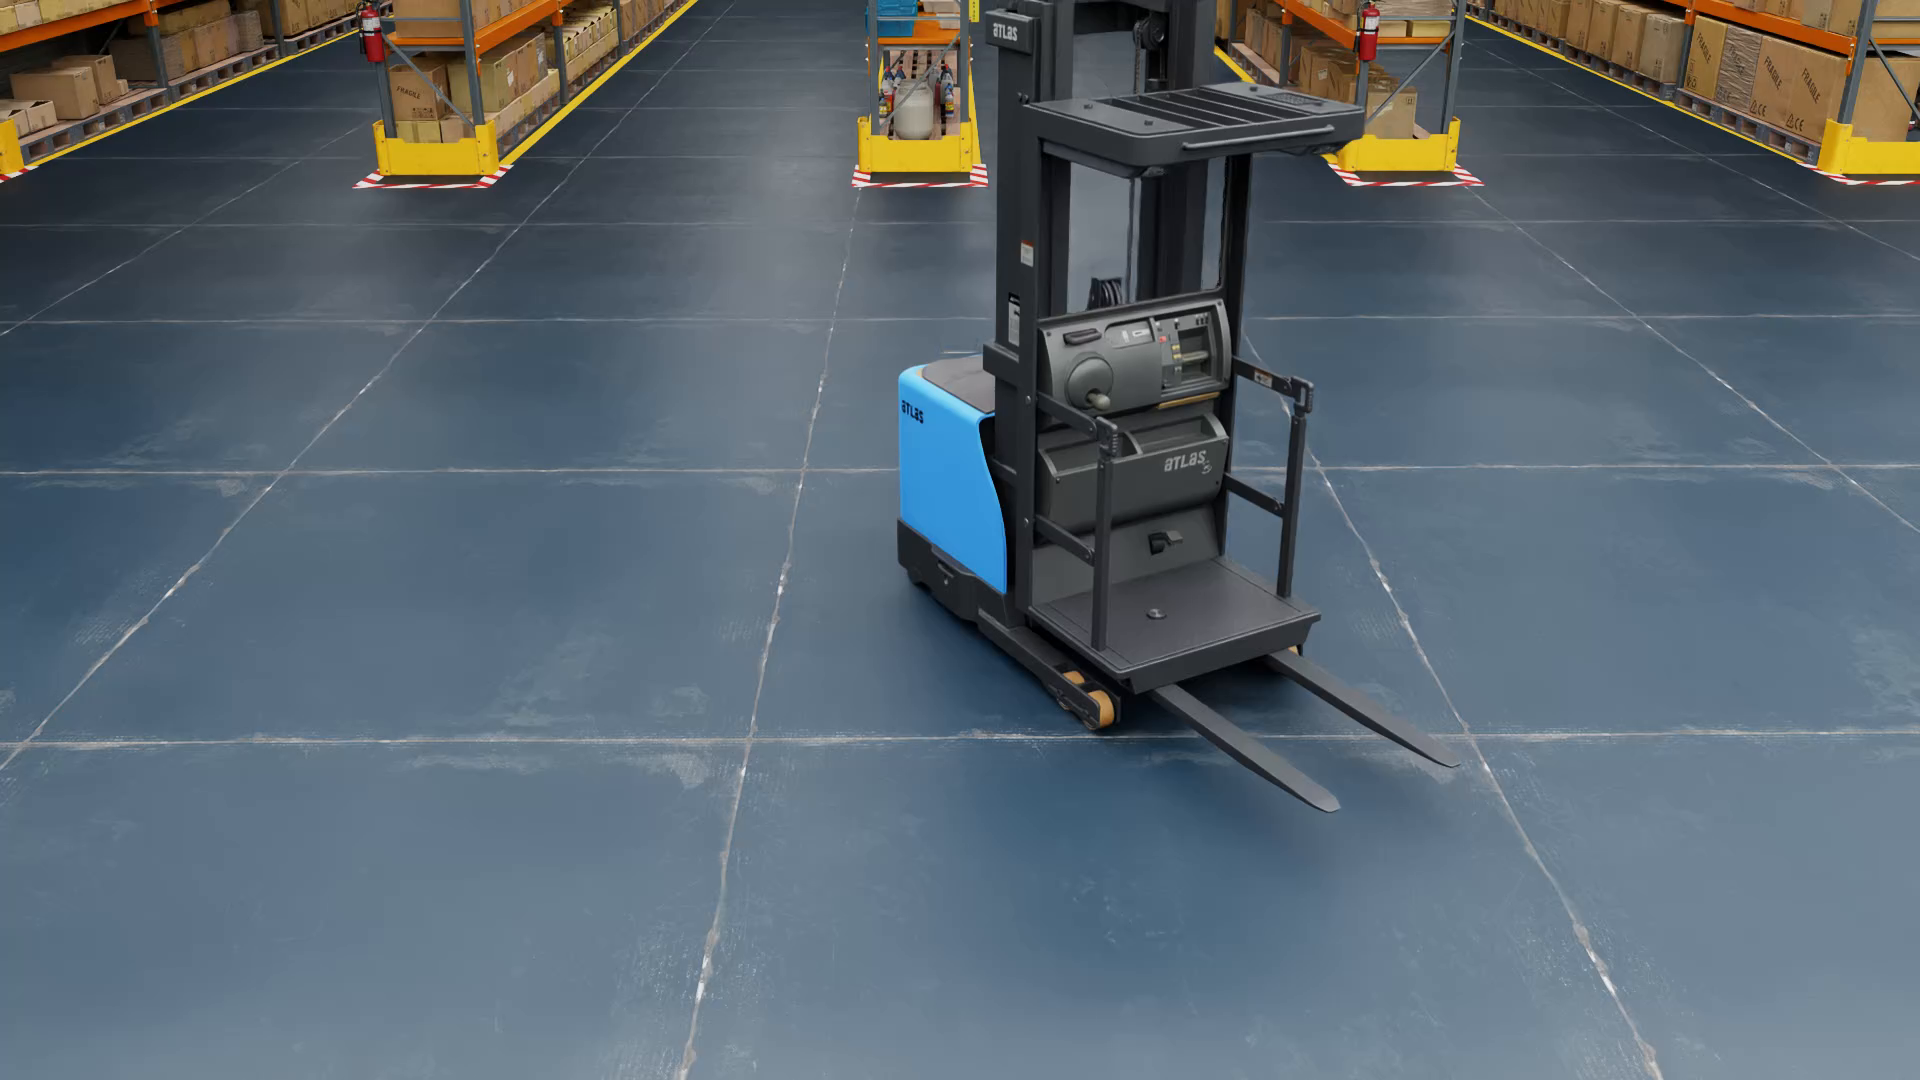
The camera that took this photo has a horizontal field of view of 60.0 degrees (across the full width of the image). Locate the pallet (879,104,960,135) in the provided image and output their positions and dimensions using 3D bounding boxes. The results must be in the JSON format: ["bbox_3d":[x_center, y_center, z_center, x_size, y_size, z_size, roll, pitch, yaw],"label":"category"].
[{"bbox_3d":[-0.472,-4.794,19.093,1.003,0.211,1.213,0,24,-1],"label":"pallet"}]

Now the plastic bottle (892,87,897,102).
[{"bbox_3d":[-0.738,-5.019,18.970,0.061,0.283,0.133,0,24,-1],"label":"plastic bottle"}]

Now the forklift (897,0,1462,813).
[{"bbox_3d":[0.865,-0.754,6.859,1.130,2.935,3.031,-13,28,-27],"label":"forklift"}]

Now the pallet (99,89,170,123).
[{"bbox_3d":[-10.318,-5.254,20.110,1.003,0.211,1.213,0,24,-1],"label":"pallet"}]

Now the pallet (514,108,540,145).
[{"bbox_3d":[-5.424,-4.722,18.935,1.003,0.211,1.213,0,24,-1],"label":"pallet"}]

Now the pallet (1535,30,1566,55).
[{"bbox_3d":[9.409,-7.548,25.183,1.003,0.211,1.213,0,24,-1],"label":"pallet"}]

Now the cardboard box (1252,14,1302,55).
[{"bbox_3d":[4.501,-7.073,23.248,0.700,0.500,0.500,-2,24,-5],"label":"cardboard box"}]

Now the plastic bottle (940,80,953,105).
[{"bbox_3d":[-0.156,-5.261,19.515,0.152,0.276,0.135,0,24,0],"label":"plastic bottle"}]

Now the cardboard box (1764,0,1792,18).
[{"bbox_3d":[9.498,-6.097,18.409,0.875,0.550,0.500,0,24,-1],"label":"cardboard box"}]

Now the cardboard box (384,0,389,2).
[{"bbox_3d":[-10.356,-9.665,29.004,0.700,0.500,0.500,0,24,-1],"label":"cardboard box"}]

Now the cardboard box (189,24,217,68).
[{"bbox_3d":[-10.406,-6.589,22.177,0.700,0.500,0.500,0,24,0],"label":"cardboard box"}]

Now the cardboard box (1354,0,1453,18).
[{"bbox_3d":[4.564,-5.627,17.069,0.875,0.500,0.500,0,24,-1],"label":"cardboard box"}]

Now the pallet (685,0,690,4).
[{"bbox_3d":[-5.528,-10.139,30.912,1.003,0.211,1.213,0,24,-1],"label":"pallet"}]

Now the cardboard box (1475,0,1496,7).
[{"bbox_3d":[9.027,-9.197,28.395,0.380,0.149,0.250,0,24,0],"label":"cardboard box"}]

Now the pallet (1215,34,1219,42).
[{"bbox_3d":[4.511,-8.072,26.341,1.003,0.211,1.213,0,24,-1],"label":"pallet"}]

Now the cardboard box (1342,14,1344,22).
[{"bbox_3d":[4.328,-5.633,17.871,0.380,0.149,0.250,0,24,-1],"label":"cardboard box"}]

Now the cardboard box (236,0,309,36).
[{"bbox_3d":[-10.281,-7.964,24.819,0.750,0.750,0.750,-1,24,-1],"label":"cardboard box"}]

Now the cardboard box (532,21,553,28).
[{"bbox_3d":[-5.715,-6.811,22.317,0.500,0.311,0.500,-1,24,-1],"label":"cardboard box"}]

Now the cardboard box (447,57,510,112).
[{"bbox_3d":[-5.154,-4.884,17.827,0.500,0.500,0.500,0,24,-1],"label":"cardboard box"}]

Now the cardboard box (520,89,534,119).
[{"bbox_3d":[-5.162,-4.955,18.893,0.500,0.250,0.500,0,24,-1],"label":"cardboard box"}]

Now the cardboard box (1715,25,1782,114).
[{"bbox_3d":[9.410,-5.441,19.208,0.875,0.875,0.875,0,24,0],"label":"cardboard box"}]

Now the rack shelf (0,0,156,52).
[{"bbox_3d":[-10.339,-5.649,18.473,1.077,0.370,4.000,0,24,-1],"label":"rack shelf"}]

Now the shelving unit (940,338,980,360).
[{"bbox_3d":[-0.001,-0.500,8.582,0.215,1.050,0.252,0,24,-1],"label":"shelving unit"}]

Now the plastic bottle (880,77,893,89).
[{"bbox_3d":[-0.852,-5.175,19.232,0.144,0.351,0.185,1,24,2],"label":"plastic bottle"}]

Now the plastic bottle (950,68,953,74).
[{"bbox_3d":[-0.119,-5.611,20.279,0.061,0.283,0.133,1,24,2],"label":"plastic bottle"}]

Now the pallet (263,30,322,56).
[{"bbox_3d":[-10.338,-7.504,25.085,1.003,0.211,1.213,0,24,-1],"label":"pallet"}]

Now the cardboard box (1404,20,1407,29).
[{"bbox_3d":[4.794,-5.326,17.192,0.380,0.149,0.250,0,24,-1],"label":"cardboard box"}]

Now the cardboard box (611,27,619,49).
[{"bbox_3d":[-5.201,-7.196,23.847,0.500,0.250,0.500,0,24,1],"label":"cardboard box"}]

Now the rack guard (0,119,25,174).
[{"bbox_3d":[-10.318,-4.045,17.087,1.175,0.500,0.348,0,24,-1],"label":"rack guard"}]

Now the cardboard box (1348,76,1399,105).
[{"bbox_3d":[4.511,-4.775,18.192,0.500,0.500,0.500,6,25,13],"label":"cardboard box"}]

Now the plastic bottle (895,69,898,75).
[{"bbox_3d":[-0.752,-5.542,20.127,0.061,0.283,0.133,0,24,-1],"label":"plastic bottle"}]

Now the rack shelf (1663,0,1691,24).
[{"bbox_3d":[9.437,-7.345,22.222,1.077,0.370,4.000,0,24,-1],"label":"rack shelf"}]

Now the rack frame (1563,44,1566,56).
[{"bbox_3d":[9.416,-8.496,23.896,1.000,3.000,0.127,0,24,-1],"label":"rack frame"}]

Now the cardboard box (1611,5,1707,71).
[{"bbox_3d":[9.356,-6.667,22.072,1.050,0.750,0.750,0,24,-1],"label":"cardboard box"}]

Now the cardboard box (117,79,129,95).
[{"bbox_3d":[-10.325,-5.490,20.153,0.380,0.166,0.250,-3,25,-7],"label":"cardboard box"}]

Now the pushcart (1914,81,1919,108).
[{"bbox_3d":[12.129,-5.686,20.865,1.648,0.377,0.936,-9,26,-19],"label":"pushcart"}]

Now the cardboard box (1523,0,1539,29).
[{"bbox_3d":[9.123,-8.251,25.876,0.500,0.500,0.500,-1,24,-3],"label":"cardboard box"}]

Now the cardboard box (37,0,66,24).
[{"bbox_3d":[-10.024,-5.720,17.914,0.500,0.250,0.500,-1,24,-1],"label":"cardboard box"}]

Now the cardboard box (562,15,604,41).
[{"bbox_3d":[-5.184,-7.030,22.800,0.500,0.311,0.500,0,24,-1],"label":"cardboard box"}]

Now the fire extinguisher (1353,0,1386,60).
[{"bbox_3d":[4.083,-5.135,16.557,0.296,0.674,0.183,0,24,-1],"label":"fire extinguisher"}]

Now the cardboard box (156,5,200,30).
[{"bbox_3d":[-10.403,-6.903,21.962,0.500,0.250,0.500,-1,24,-2],"label":"cardboard box"}]

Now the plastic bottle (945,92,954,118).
[{"bbox_3d":[-0.119,-4.903,18.727,0.097,0.271,0.097,0,24,0],"label":"plastic bottle"}]

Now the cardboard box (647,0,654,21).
[{"bbox_3d":[-5.201,-8.570,26.558,0.500,0.500,0.500,0,24,0],"label":"cardboard box"}]

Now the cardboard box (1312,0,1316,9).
[{"bbox_3d":[4.238,-6.148,19.009,0.380,0.149,0.250,0,24,-1],"label":"cardboard box"}]

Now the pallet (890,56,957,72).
[{"bbox_3d":[-0.518,-6.402,22.649,1.003,0.211,1.213,0,24,-1],"label":"pallet"}]

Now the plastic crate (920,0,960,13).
[{"bbox_3d":[-0.183,-6.057,18.823,0.530,0.136,0.437,0,24,-1],"label":"plastic crate"}]

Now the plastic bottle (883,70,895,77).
[{"bbox_3d":[-0.858,-5.538,20.127,0.152,0.276,0.135,1,24,1],"label":"plastic bottle"}]

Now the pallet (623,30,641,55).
[{"bbox_3d":[-5.421,-7.510,25.099,1.003,0.211,1.213,0,24,-1],"label":"pallet"}]

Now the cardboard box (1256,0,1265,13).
[{"bbox_3d":[4.492,-7.643,23.599,0.500,0.250,0.500,1,24,2],"label":"cardboard box"}]

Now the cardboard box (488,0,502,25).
[{"bbox_3d":[-5.366,-5.835,17.891,0.700,0.500,0.500,0,24,0],"label":"cardboard box"}]

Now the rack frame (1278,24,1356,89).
[{"bbox_3d":[4.498,-6.868,20.294,1.000,3.000,0.127,0,24,-1],"label":"rack frame"}]

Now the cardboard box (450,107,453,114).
[{"bbox_3d":[-5.682,-4.540,17.976,0.500,0.250,0.500,0,24,-1],"label":"cardboard box"}]

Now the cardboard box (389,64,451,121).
[{"bbox_3d":[-5.667,-4.676,17.366,0.500,0.500,0.500,0,24,-1],"label":"cardboard box"}]

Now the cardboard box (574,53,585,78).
[{"bbox_3d":[-5.168,-6.141,21.515,0.500,0.250,0.500,0,24,1],"label":"cardboard box"}]
